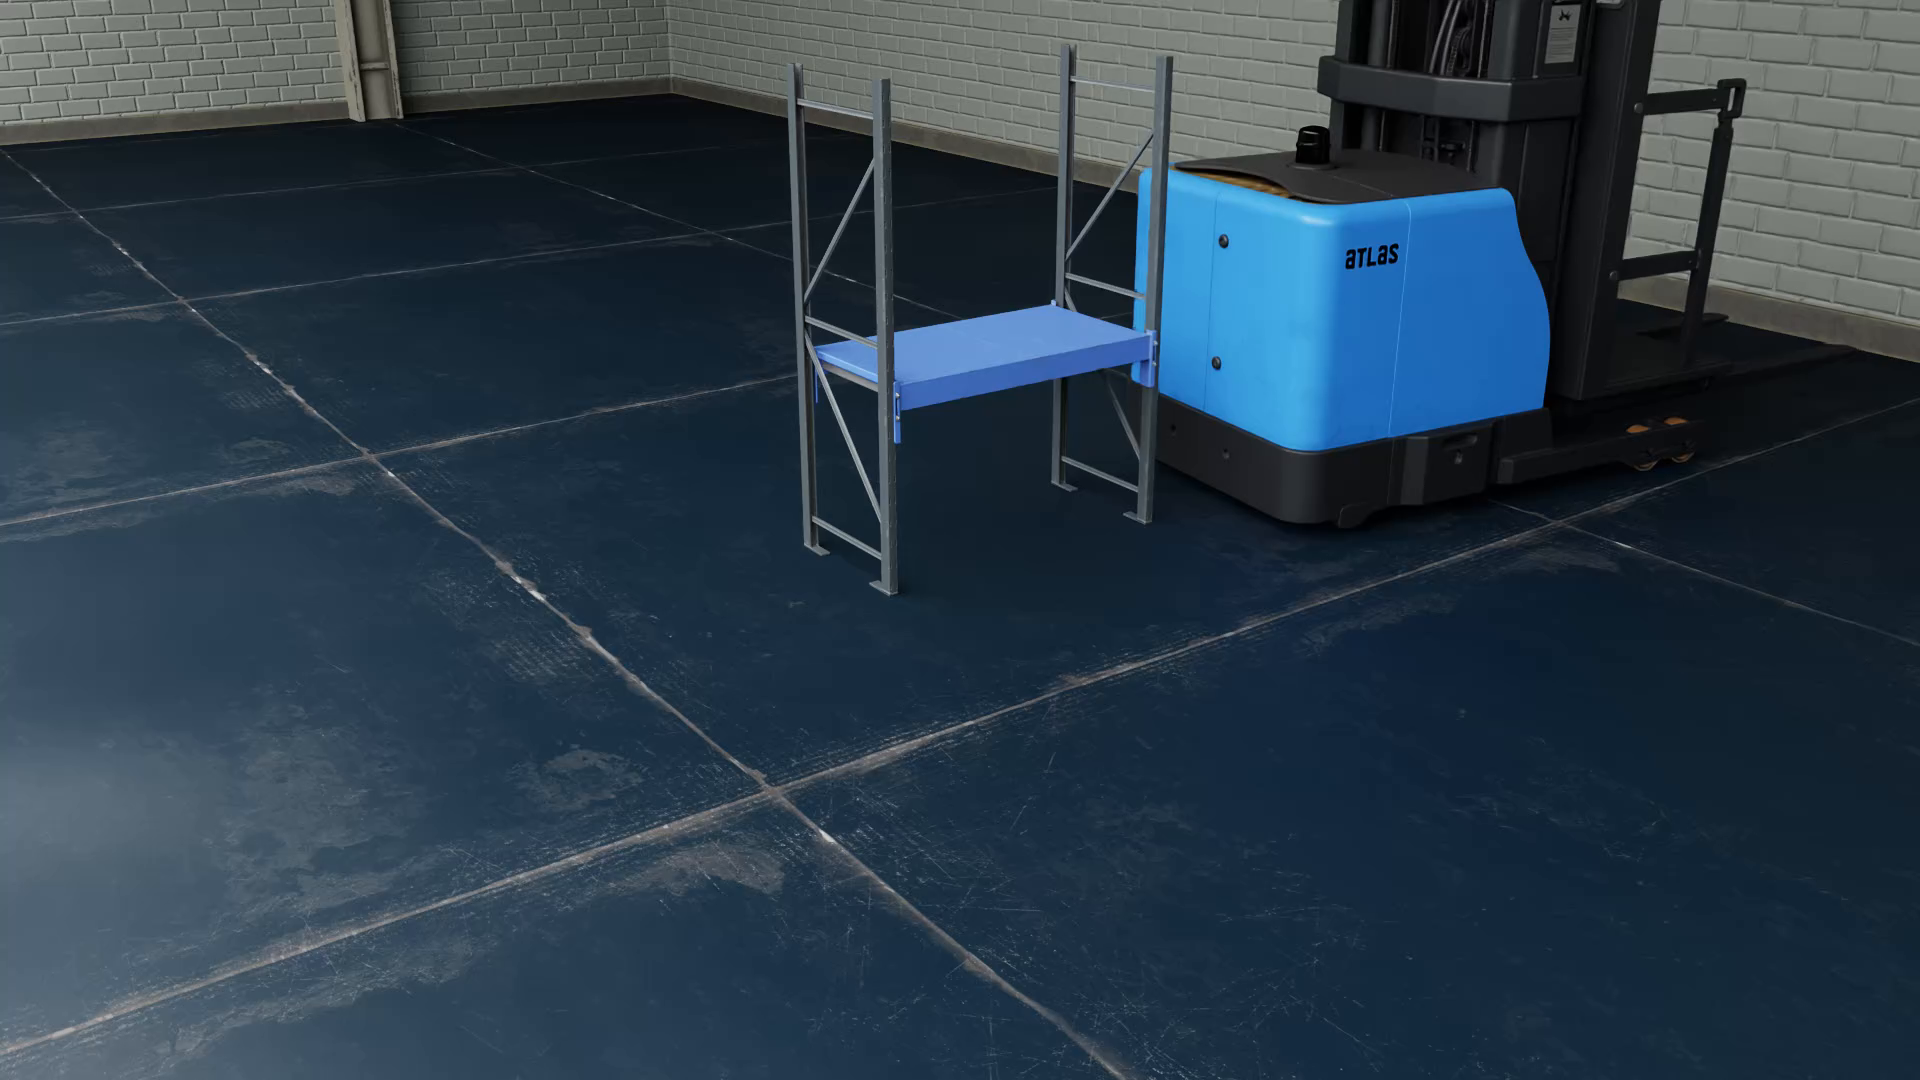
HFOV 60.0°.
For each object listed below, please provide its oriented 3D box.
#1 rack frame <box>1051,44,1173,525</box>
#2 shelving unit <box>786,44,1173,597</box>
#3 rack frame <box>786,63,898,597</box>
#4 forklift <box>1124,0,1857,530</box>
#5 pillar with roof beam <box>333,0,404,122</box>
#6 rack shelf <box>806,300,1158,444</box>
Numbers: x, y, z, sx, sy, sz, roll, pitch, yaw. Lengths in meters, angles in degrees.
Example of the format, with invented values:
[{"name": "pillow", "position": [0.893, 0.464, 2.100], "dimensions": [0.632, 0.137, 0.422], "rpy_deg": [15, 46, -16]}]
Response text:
[{"name": "rack frame", "position": [0.482, -0.825, 5.440], "dimensions": [0.032, 1.500, 0.500], "rpy_deg": [-15, 26, -33]}, {"name": "shelving unit", "position": [0.069, -0.715, 5.165], "dimensions": [1.048, 1.500, 0.538], "rpy_deg": [-15, 26, -33]}, {"name": "rack frame", "position": [-0.343, -0.605, 4.889], "dimensions": [0.032, 1.500, 0.500], "rpy_deg": [-15, 26, -33]}, {"name": "forklift", "position": [2.148, -1.770, 5.877], "dimensions": [3.031, 2.935, 1.130], "rpy_deg": [-11, 24, -26]}, {"name": "pillar with roof beam", "position": [-2.689, -6.648, 9.915], "dimensions": [0.400, 9.000, 9.100], "rpy_deg": [-15, 26, -33]}, {"name": "rack shelf", "position": [0.069, -0.548, 5.231], "dimensions": [1.000, 0.185, 0.538], "rpy_deg": [-15, 26, -33]}]
